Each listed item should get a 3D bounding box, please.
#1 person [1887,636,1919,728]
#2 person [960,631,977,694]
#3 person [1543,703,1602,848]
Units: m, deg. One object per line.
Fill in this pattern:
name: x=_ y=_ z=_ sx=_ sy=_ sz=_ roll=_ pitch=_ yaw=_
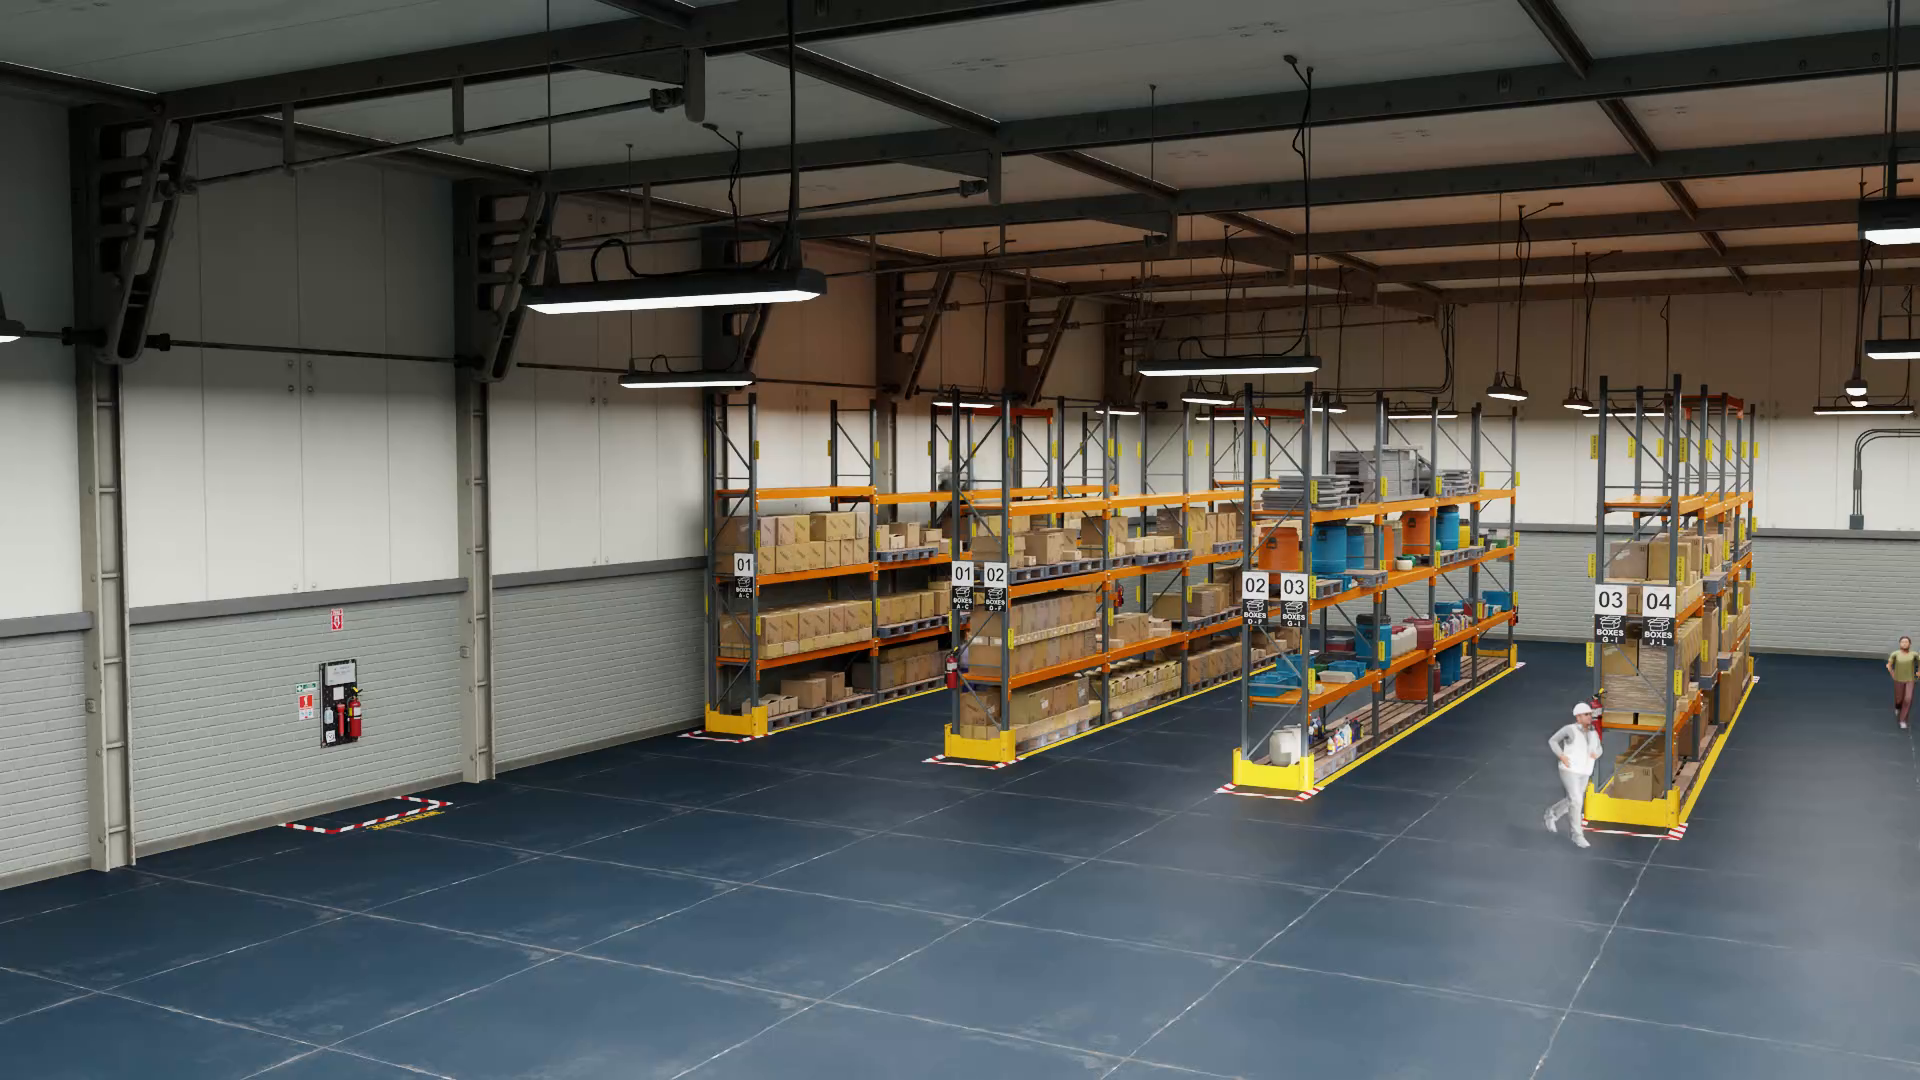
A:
person: x=17.184 y=2.570 z=30.231 sx=0.593 sy=1.630 sz=0.771 roll=2 pitch=3 yaw=27
person: x=0.165 y=2.523 z=30.737 sx=0.585 sy=1.700 sz=0.708 roll=1 pitch=3 yaw=23
person: x=7.938 y=2.977 z=21.386 sx=0.665 sy=1.773 sz=0.905 roll=-1 pitch=3 yaw=-22
